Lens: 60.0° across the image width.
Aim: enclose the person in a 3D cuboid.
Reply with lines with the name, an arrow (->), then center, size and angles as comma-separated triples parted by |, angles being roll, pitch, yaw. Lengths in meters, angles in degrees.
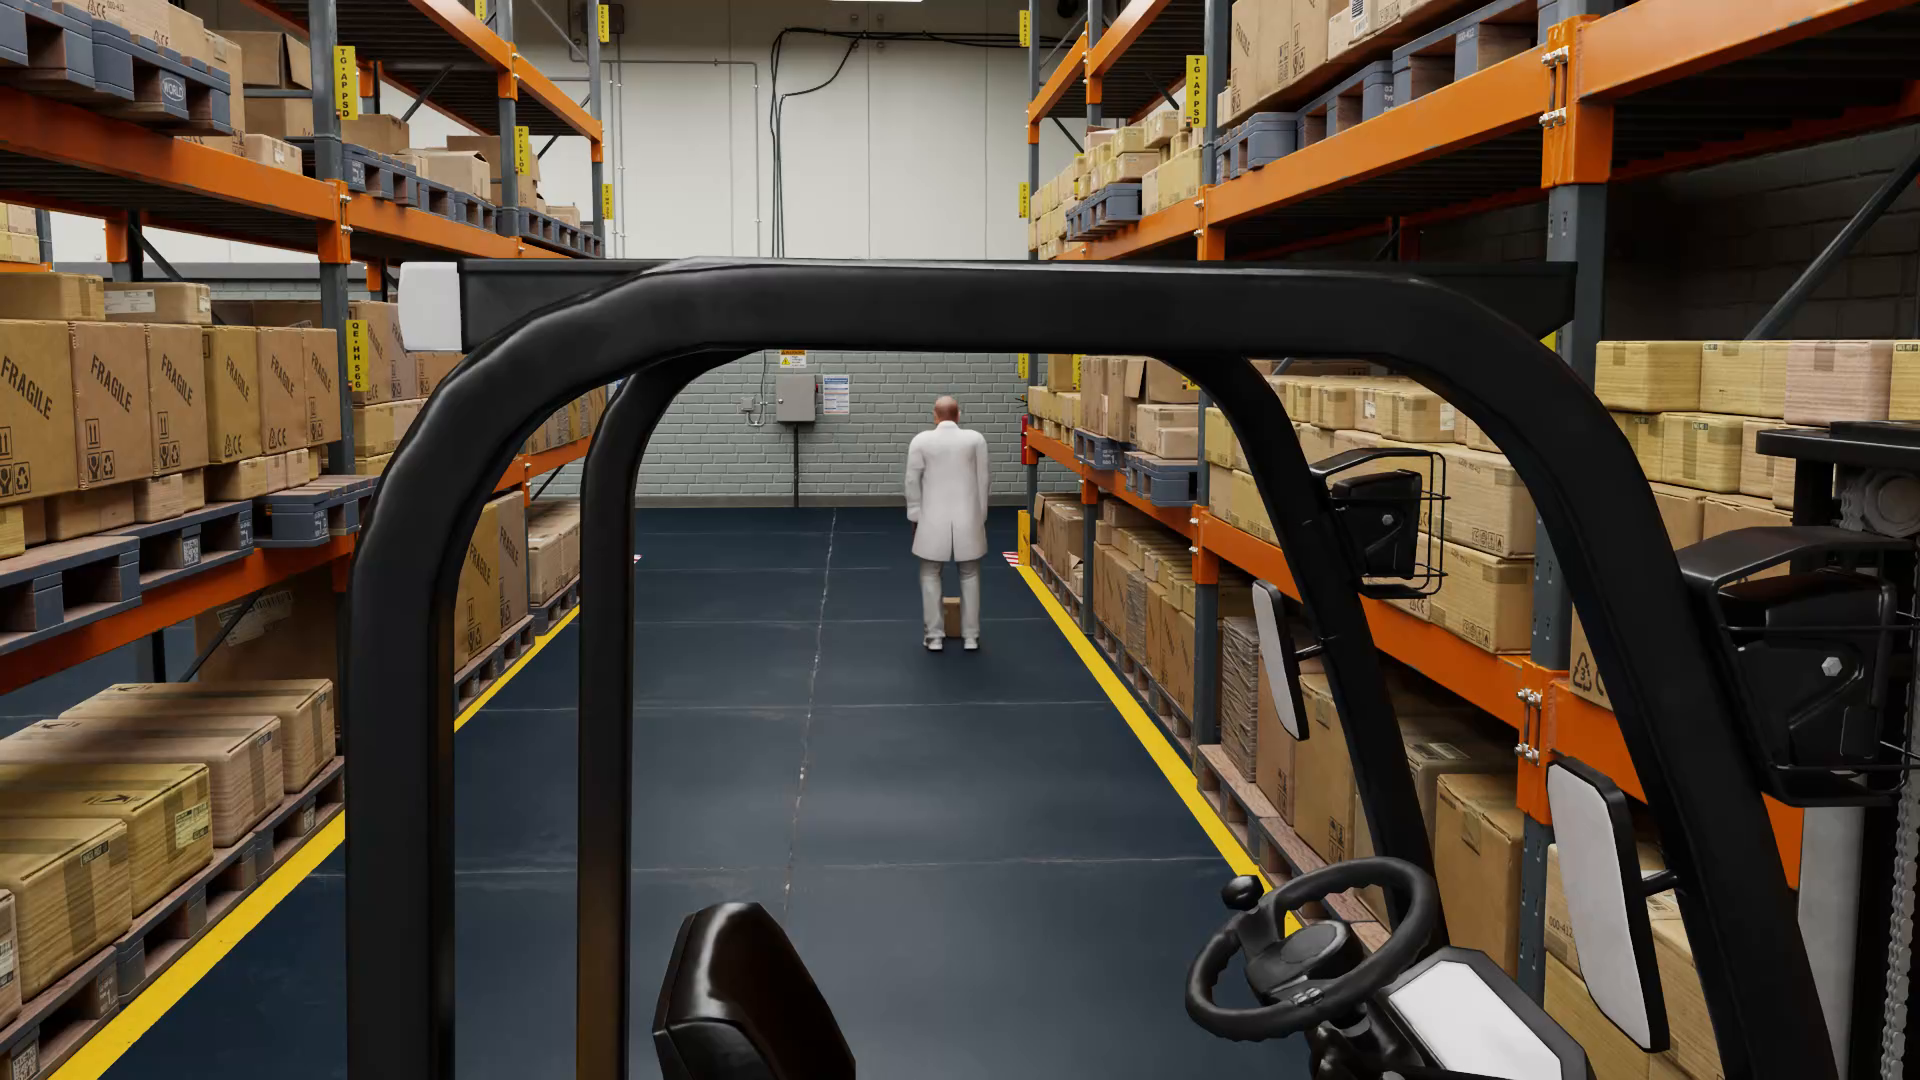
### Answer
person -> -0.092, -0.057, 11.492 | 0.616, 1.623, 0.543 | 0, 7, -3
